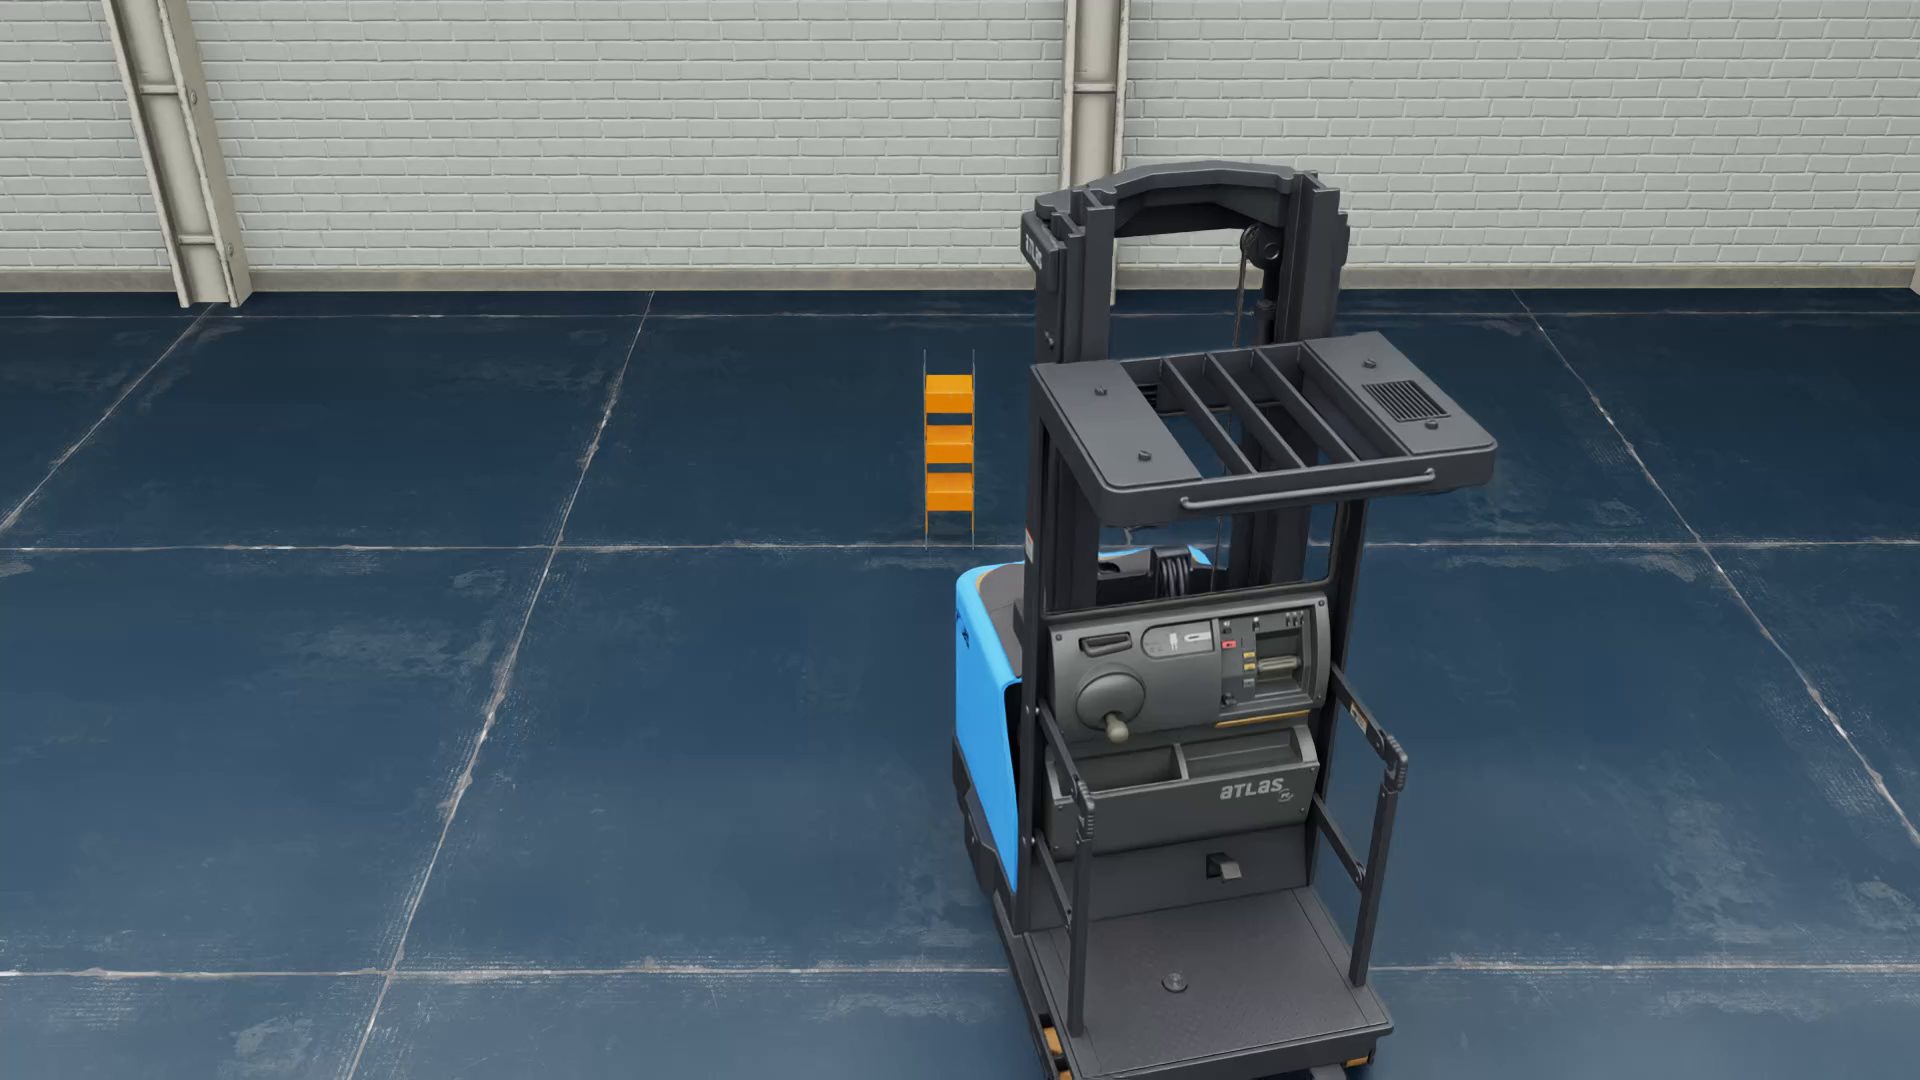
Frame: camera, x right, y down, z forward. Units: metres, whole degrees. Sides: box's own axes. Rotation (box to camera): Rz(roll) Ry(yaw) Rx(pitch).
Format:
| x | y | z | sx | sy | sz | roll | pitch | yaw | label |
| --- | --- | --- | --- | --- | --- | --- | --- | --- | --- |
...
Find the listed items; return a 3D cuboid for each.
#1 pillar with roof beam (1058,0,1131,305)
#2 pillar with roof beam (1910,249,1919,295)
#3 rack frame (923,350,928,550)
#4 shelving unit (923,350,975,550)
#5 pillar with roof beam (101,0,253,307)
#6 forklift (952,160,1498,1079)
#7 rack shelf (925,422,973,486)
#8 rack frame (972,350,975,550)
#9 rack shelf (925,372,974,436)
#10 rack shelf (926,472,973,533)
| x | y | z | sx | sy | sz | roll | pitch | yaw | label |
| --- | --- | --- | --- | --- | --- | --- | --- | --- | --- |
| 0.891 | -3.306 | 5.523 | 0.400 | 9.000 | 9.100 | 0 | 31 | 0 | pillar with roof beam |
| 6.891 | -3.324 | 5.554 | 0.400 | 9.000 | 9.100 | 0 | 31 | 0 | pillar with roof beam |
| -0.176 | -0.448 | 8.477 | 0.008 | 1.050 | 0.200 | 0 | 31 | 0 | rack frame |
| -0.054 | -0.449 | 8.477 | 0.252 | 1.050 | 0.215 | 0 | 31 | 0 | shelving unit |
| -5.109 | -3.287 | 5.492 | 0.400 | 9.000 | 9.100 | 0 | 31 | 0 | pillar with roof beam |
| 0.795 | 0.465 | 5.159 | 1.130 | 2.935 | 3.031 | -7 | 32 | -11 | forklift |
| -0.054 | -0.440 | 8.483 | 0.240 | 0.259 | 0.215 | 0 | 31 | 0 | rack shelf |
| 0.068 | -0.449 | 8.478 | 0.008 | 1.050 | 0.200 | 0 | 31 | 0 | rack frame |
| -0.054 | -0.682 | 8.336 | 0.240 | 0.259 | 0.215 | 0 | 31 | 0 | rack shelf |
| -0.054 | -0.202 | 8.627 | 0.240 | 0.259 | 0.215 | 0 | 31 | 0 | rack shelf |
